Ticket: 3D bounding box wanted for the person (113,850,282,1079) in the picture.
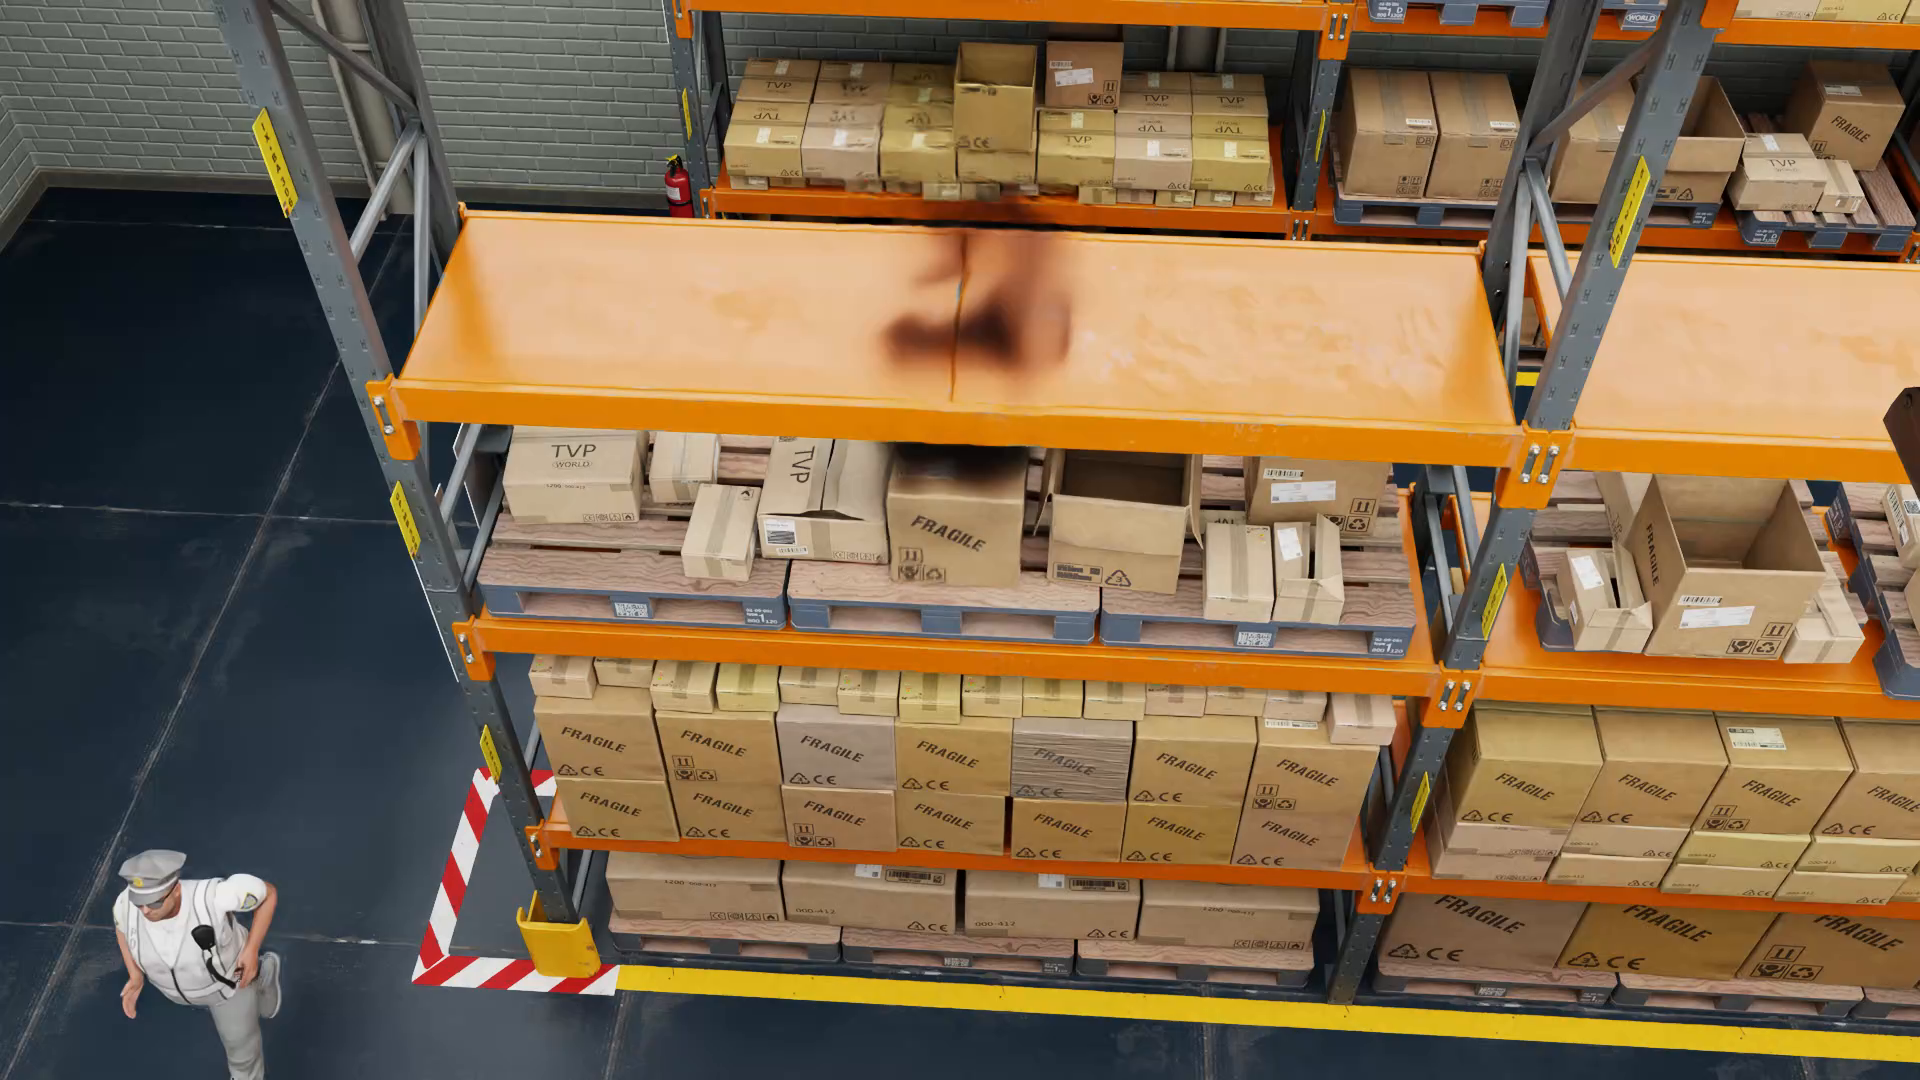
[{"bbox_3d":[-3.346,1.926,7.449,0.668,1.807,0.899,2,48,2],"label":"person"}]
